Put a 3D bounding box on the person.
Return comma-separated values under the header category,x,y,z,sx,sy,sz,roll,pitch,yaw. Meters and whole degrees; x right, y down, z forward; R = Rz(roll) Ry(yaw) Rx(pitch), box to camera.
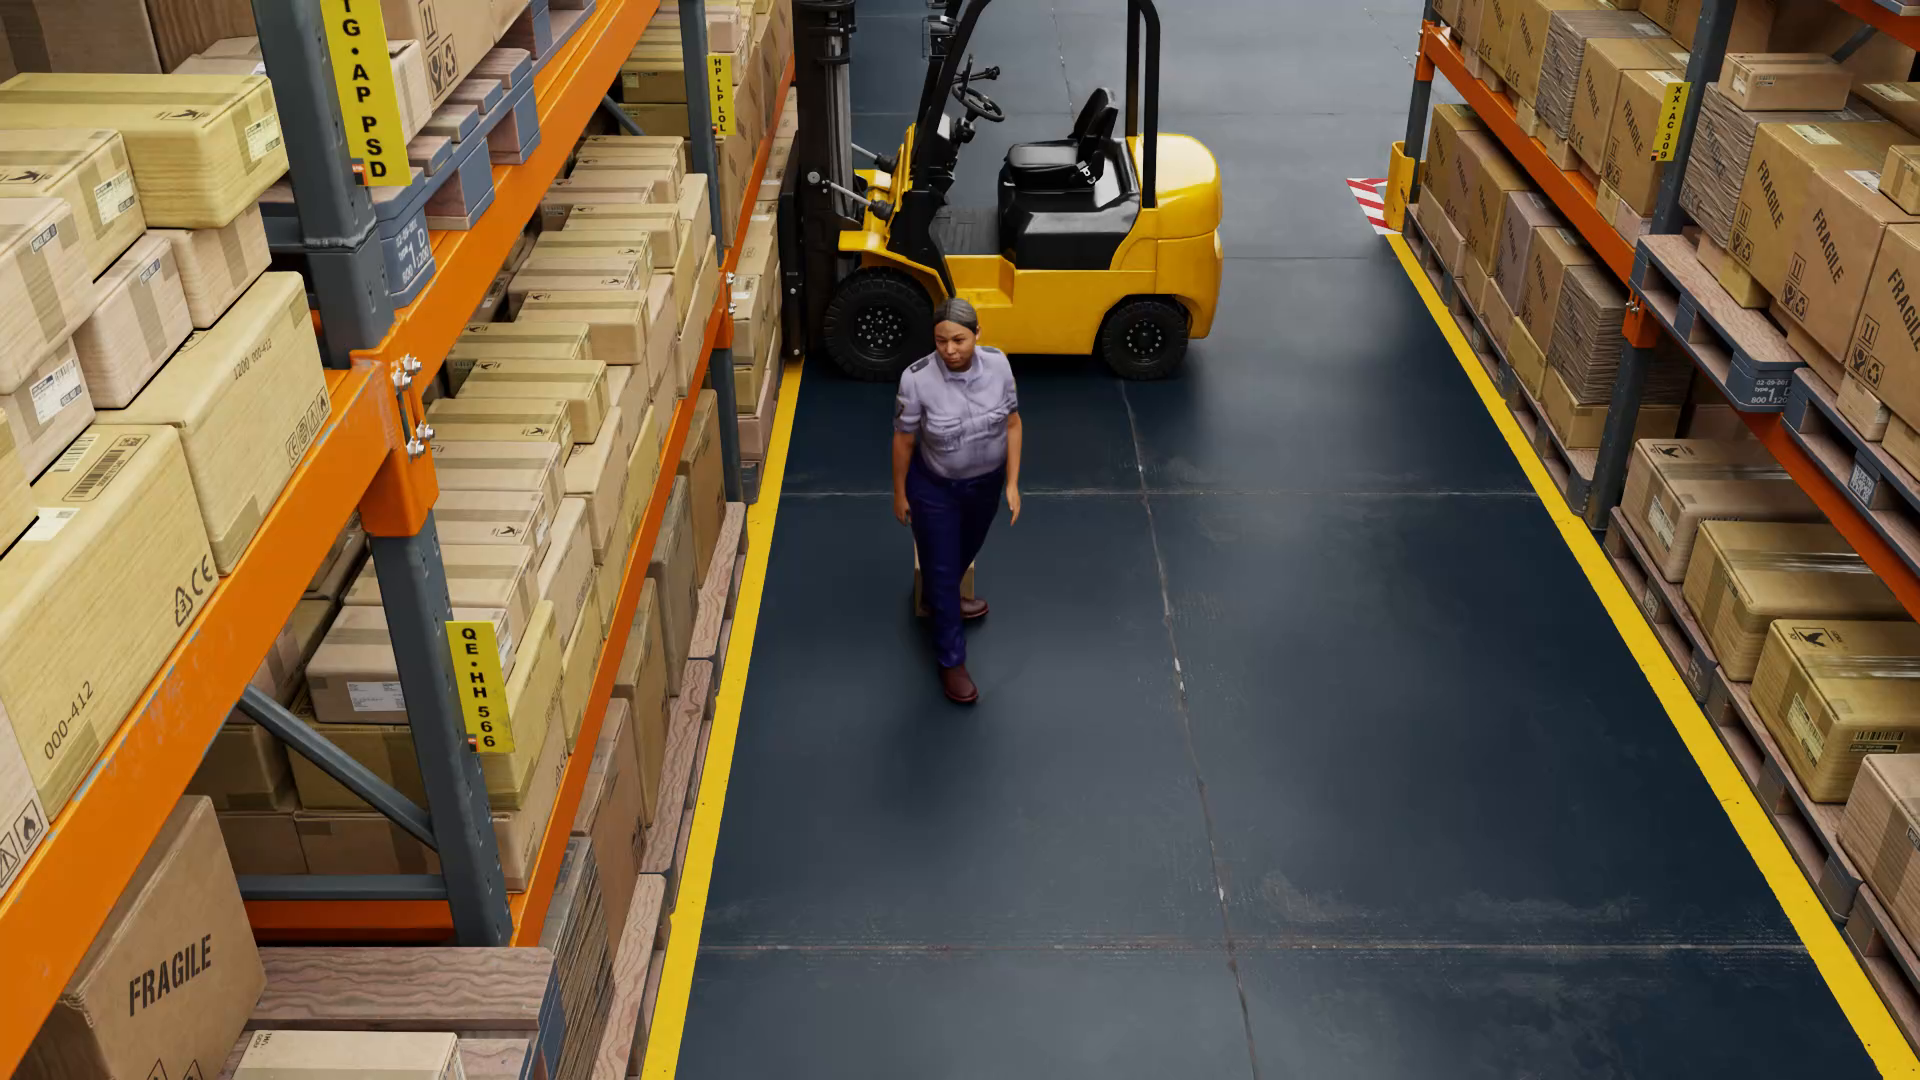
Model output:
category,x,y,z,sx,sy,sz,roll,pitch,yaw
person,-0.019,-0.221,6.500,0.511,1.630,0.696,-16,35,-24
